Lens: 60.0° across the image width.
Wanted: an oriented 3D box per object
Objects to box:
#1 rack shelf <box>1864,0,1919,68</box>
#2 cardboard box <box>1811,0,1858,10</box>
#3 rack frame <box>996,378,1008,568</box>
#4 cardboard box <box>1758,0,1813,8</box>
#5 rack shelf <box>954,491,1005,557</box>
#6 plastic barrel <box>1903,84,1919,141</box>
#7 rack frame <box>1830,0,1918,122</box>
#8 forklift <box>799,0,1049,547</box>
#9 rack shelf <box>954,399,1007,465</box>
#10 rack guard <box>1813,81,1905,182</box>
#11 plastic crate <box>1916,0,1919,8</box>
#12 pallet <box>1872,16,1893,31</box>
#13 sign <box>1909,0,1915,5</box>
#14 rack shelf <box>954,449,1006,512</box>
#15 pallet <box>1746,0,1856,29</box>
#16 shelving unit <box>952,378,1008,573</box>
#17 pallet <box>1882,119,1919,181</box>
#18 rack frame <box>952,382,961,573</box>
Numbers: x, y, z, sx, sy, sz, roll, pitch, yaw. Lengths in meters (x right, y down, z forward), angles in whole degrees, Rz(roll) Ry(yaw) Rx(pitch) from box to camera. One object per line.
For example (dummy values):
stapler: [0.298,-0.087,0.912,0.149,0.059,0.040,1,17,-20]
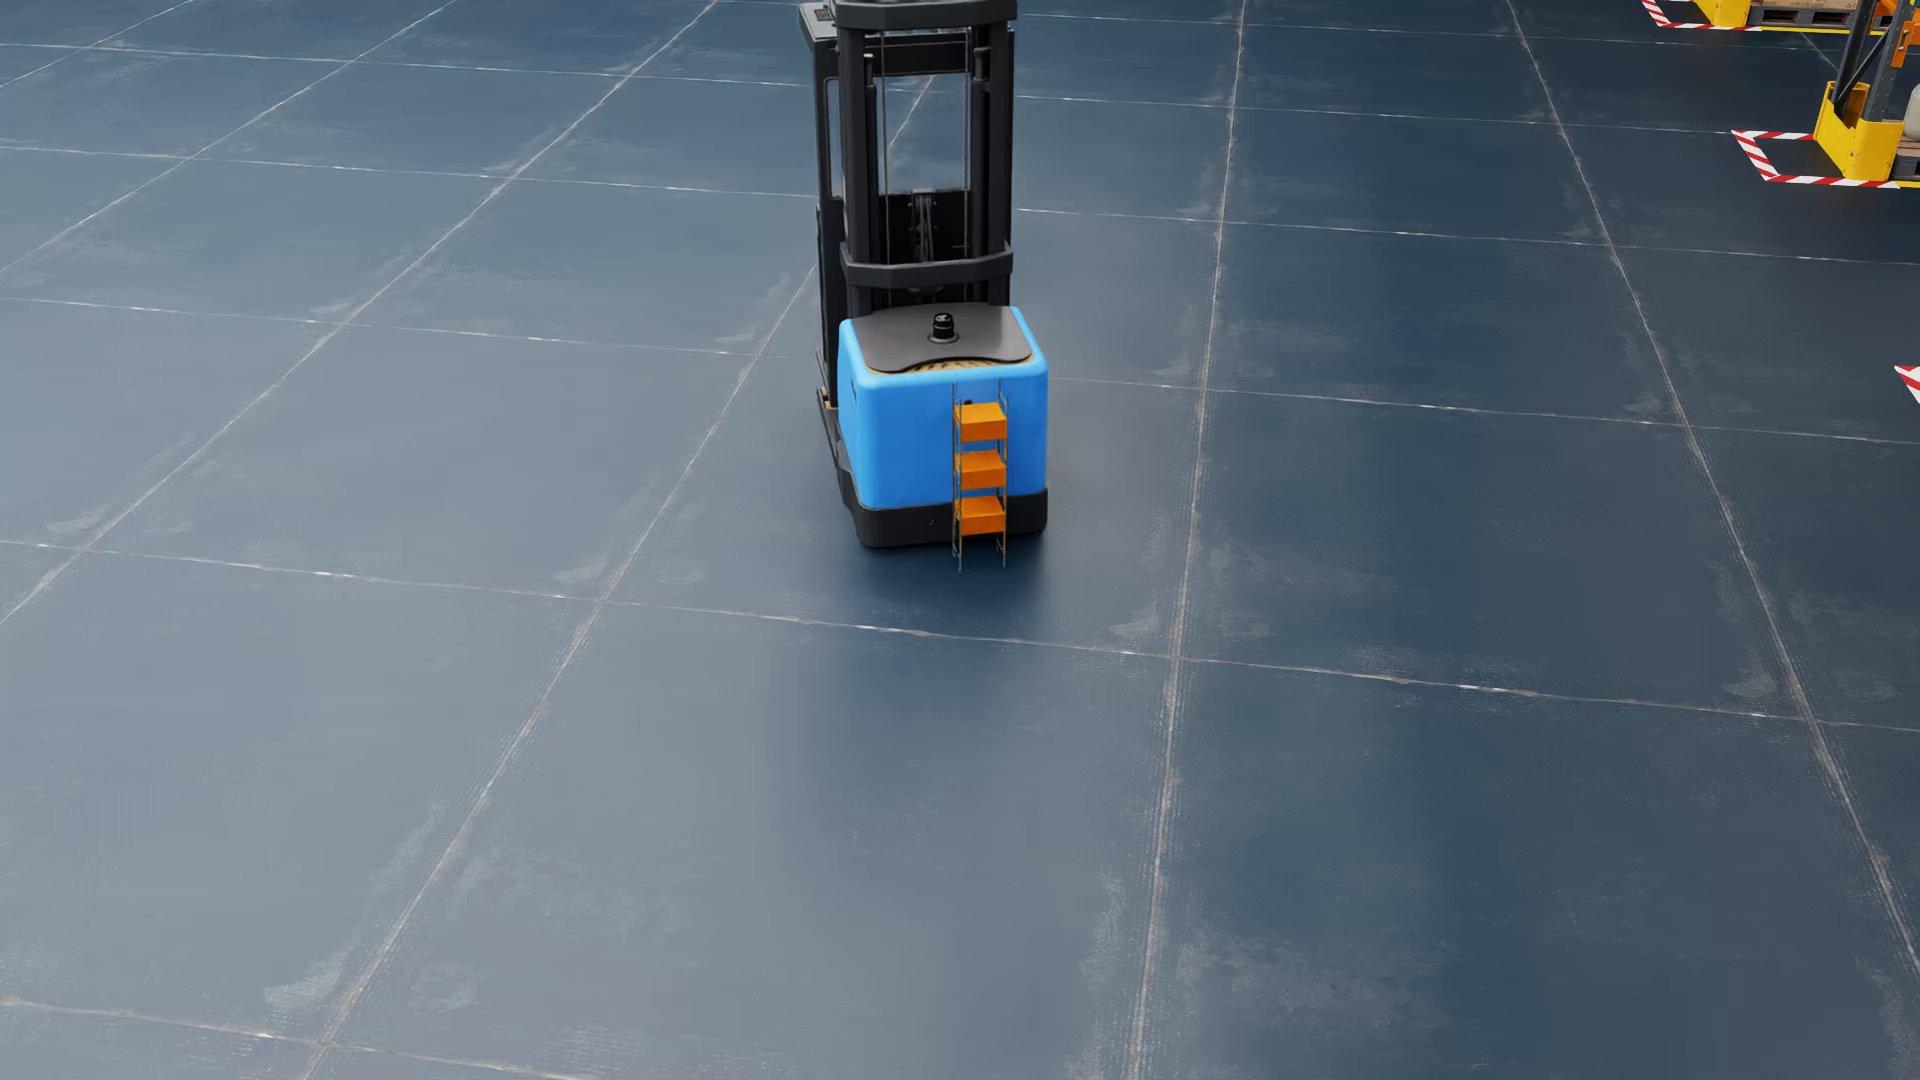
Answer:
rack shelf: [9.701,-4.127,13.694,4.000,0.370,1.077,5,32,8]
cardboard box: [9.551,-6.006,18.214,0.500,0.250,0.500,5,32,8]
rack frame: [0.222,-0.344,8.811,0.008,1.050,0.200,-6,33,-10]
cardboard box: [9.057,-6.049,18.282,0.500,0.250,0.500,5,32,8]
rack shelf: [0.103,-0.087,8.943,0.240,0.259,0.215,-6,33,-10]
plastic barrel: [8.391,-3.715,14.307,0.421,0.512,0.421,0,32,0]
rack frame: [7.729,-4.610,13.788,0.127,3.000,1.000,5,32,8]
forklift: [-0.296,-1.971,9.637,1.130,2.935,3.031,-6,33,-9]
rack shelf: [0.103,-0.563,8.645,0.240,0.259,0.215,-6,33,-10]
rack guard: [7.812,-3.568,14.480,0.348,0.500,1.175,5,32,8]
plastic crate: [8.273,-4.659,14.006,0.616,0.251,0.499,5,32,8]
pallet: [10.526,-5.862,18.416,1.213,0.211,1.003,5,32,8]
sign: [7.632,-4.440,13.256,0.005,0.325,0.100,5,32,8]
rack shelf: [0.103,-0.322,8.795,0.240,0.259,0.215,-6,33,-10]
pallet: [9.327,-5.972,18.592,1.213,0.211,1.003,5,32,8]
shelving unit: [0.103,-0.331,8.790,0.252,1.050,0.215,-6,33,-10]
pallet: [8.612,-3.371,14.436,1.213,0.211,1.003,5,32,8]
rack frame: [-0.017,-0.318,8.769,0.008,1.050,0.200,-6,33,-10]
